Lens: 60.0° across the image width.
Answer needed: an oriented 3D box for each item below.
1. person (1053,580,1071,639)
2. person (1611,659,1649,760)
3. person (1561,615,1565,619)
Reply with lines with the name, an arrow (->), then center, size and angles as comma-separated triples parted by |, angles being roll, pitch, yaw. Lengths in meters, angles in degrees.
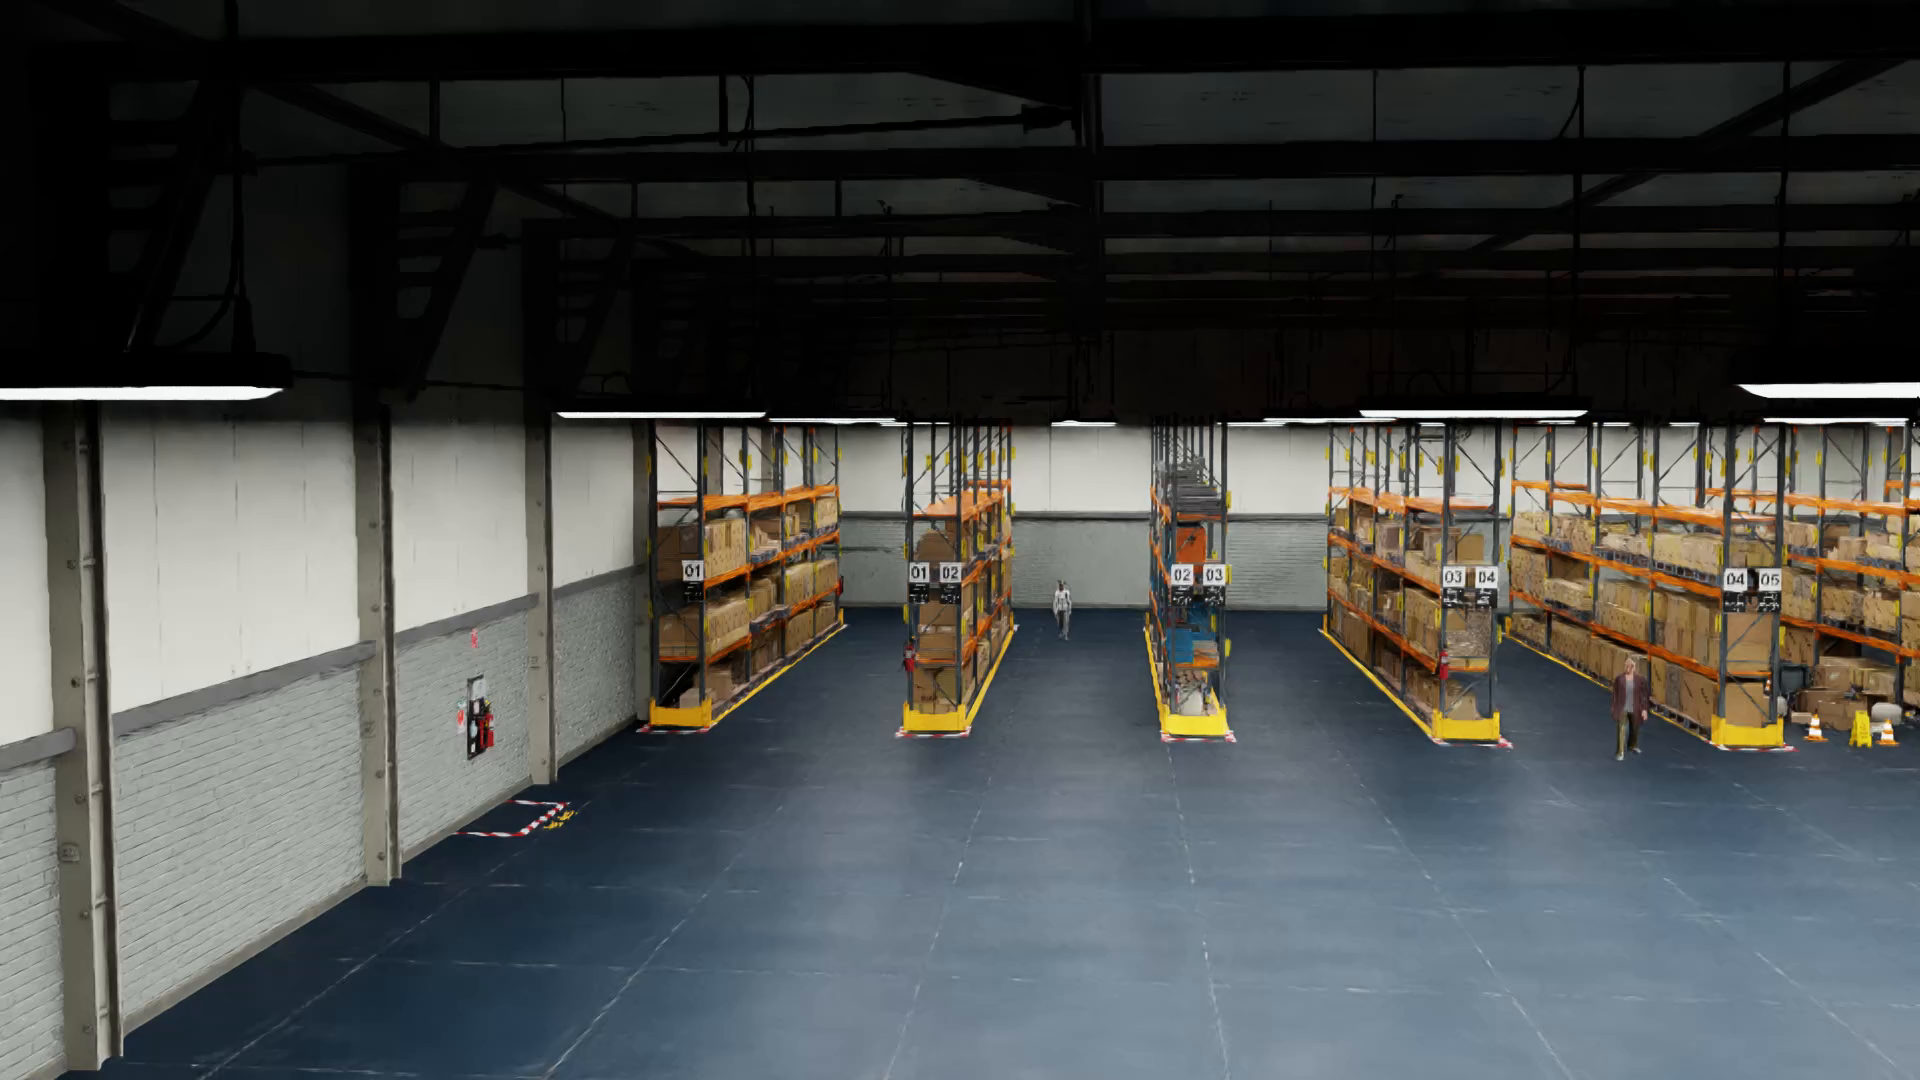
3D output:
person -> 2.771, 1.871, 45.165 | 0.495, 1.589, 1.086 | 0, 4, 7
person -> 11.599, 2.915, 28.793 | 0.616, 1.735, 1.012 | 1, 4, 21
person -> 17.923, 1.599, 48.915 | 0.543, 1.648, 1.115 | 1, 4, 8
